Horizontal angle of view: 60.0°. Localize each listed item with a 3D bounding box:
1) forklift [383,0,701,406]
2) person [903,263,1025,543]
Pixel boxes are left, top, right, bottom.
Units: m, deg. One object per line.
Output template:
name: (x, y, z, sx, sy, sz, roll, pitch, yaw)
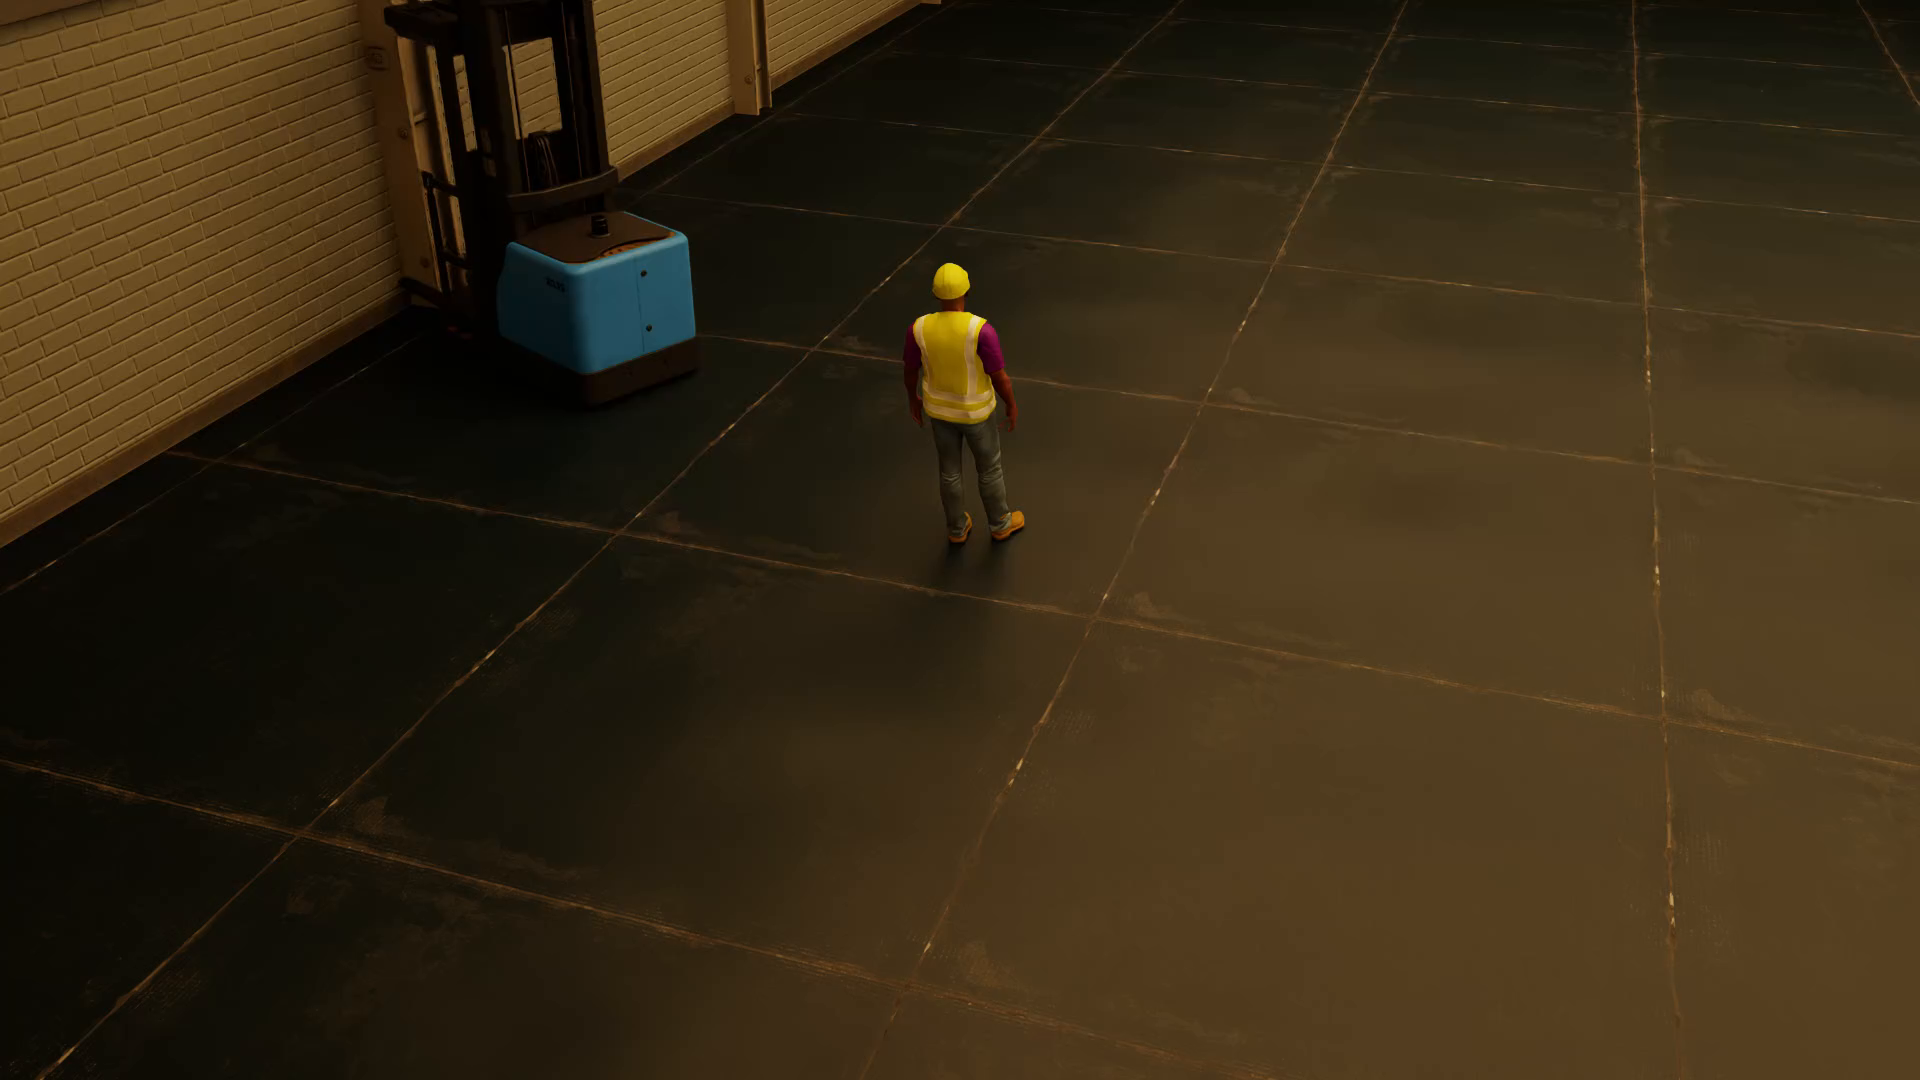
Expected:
forklift: (-3.313, -2.829, 12.100, 3.031, 2.935, 1.130, 26, 38, 37)
person: (0.028, -0.805, 9.711, 0.665, 1.768, 0.575, 10, 31, 16)
